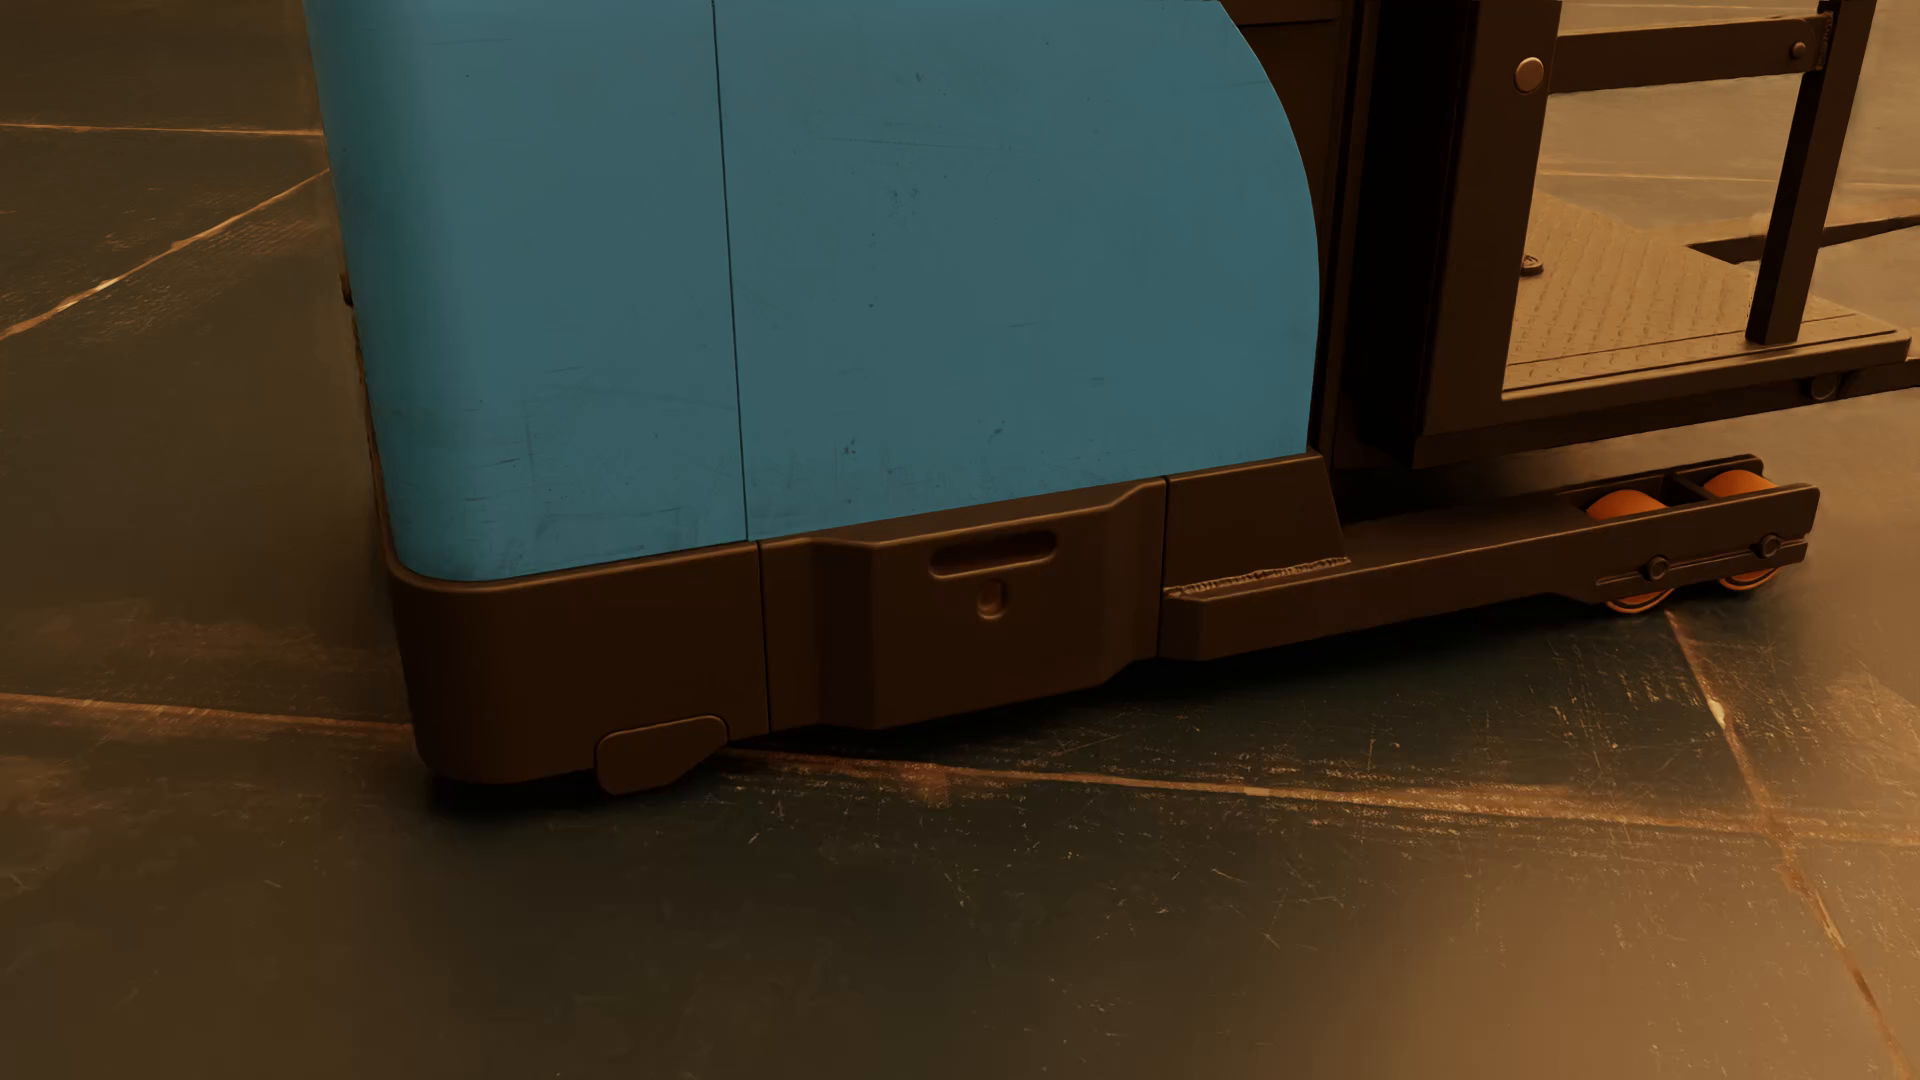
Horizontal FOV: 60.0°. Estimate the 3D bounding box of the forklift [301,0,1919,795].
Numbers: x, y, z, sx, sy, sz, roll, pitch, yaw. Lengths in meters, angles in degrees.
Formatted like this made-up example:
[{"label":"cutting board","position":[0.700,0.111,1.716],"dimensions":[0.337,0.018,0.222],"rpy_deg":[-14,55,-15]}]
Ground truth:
[{"label":"forklift","position":[0.666,-1.422,2.066],"dimensions":[3.031,2.935,1.130],"rpy_deg":[-9,28,-18]}]
